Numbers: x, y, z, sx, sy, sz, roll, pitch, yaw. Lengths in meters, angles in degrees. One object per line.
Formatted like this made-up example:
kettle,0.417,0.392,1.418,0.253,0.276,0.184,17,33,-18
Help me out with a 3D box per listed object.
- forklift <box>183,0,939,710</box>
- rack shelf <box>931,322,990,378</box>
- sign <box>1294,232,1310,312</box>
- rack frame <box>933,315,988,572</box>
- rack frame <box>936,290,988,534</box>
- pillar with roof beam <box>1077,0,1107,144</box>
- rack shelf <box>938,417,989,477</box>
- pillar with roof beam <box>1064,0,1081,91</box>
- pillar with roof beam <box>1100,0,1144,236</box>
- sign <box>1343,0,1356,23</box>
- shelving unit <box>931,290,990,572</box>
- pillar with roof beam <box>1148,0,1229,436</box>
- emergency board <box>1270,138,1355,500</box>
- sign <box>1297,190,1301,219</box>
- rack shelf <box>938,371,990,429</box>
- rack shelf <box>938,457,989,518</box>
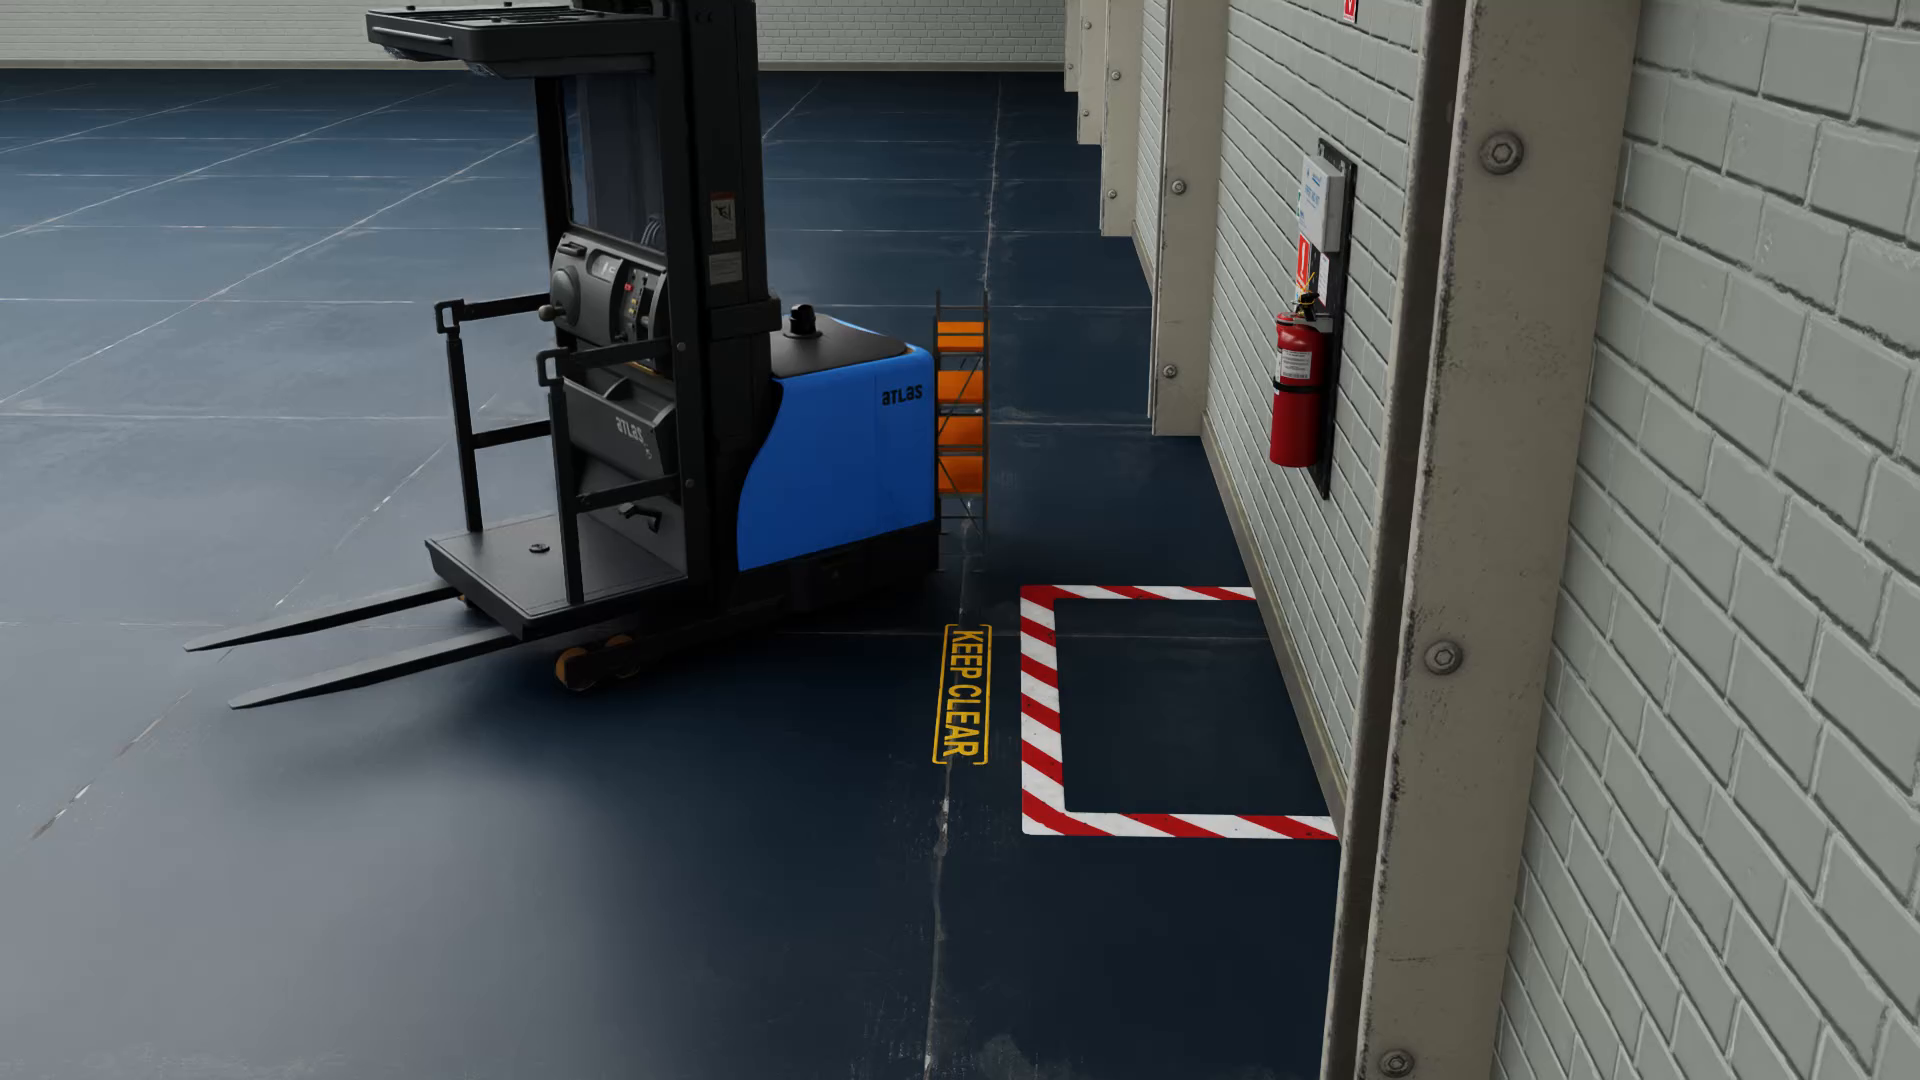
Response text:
forklift,-1.574,-0.992,6.533,3.031,2.935,1.130,-16,26,-35
rack shelf,0.005,-0.870,7.527,0.258,0.148,0.480,0,21,1
sign,1.323,-1.011,6.438,0.001,0.329,0.234,1,21,2
rack frame,0.002,-0.416,7.441,0.240,1.200,0.015,0,21,1
rack frame,0.008,-0.592,7.896,0.240,1.200,0.015,0,21,1
pillar with roof beam,-2.666,-9.255,19.441,9.100,9.000,0.400,1,21,2
rack shelf,0.005,-0.441,7.693,0.258,0.148,0.480,0,21,1
pillar with roof beam,-2.484,-11.424,25.032,9.100,9.000,0.400,1,21,2
pillar with roof beam,-2.849,-7.085,13.850,9.100,9.000,0.400,1,21,2
sign,1.302,-1.878,5.518,0.001,0.298,0.199,1,21,2
shelving unit,0.005,-0.504,7.669,0.258,1.200,0.503,0,21,1
pillar with roof beam,-3.031,-4.916,8.259,9.100,9.000,0.400,1,21,2
emergency board,1.203,-0.795,5.932,0.194,1.169,0.643,1,21,2
sign,1.313,-1.256,6.338,0.001,0.109,0.331,1,21,2
rack shelf,0.005,-0.650,7.612,0.258,0.148,0.480,0,21,1
rack shelf,0.005,-0.256,7.765,0.258,0.148,0.480,0,21,1
